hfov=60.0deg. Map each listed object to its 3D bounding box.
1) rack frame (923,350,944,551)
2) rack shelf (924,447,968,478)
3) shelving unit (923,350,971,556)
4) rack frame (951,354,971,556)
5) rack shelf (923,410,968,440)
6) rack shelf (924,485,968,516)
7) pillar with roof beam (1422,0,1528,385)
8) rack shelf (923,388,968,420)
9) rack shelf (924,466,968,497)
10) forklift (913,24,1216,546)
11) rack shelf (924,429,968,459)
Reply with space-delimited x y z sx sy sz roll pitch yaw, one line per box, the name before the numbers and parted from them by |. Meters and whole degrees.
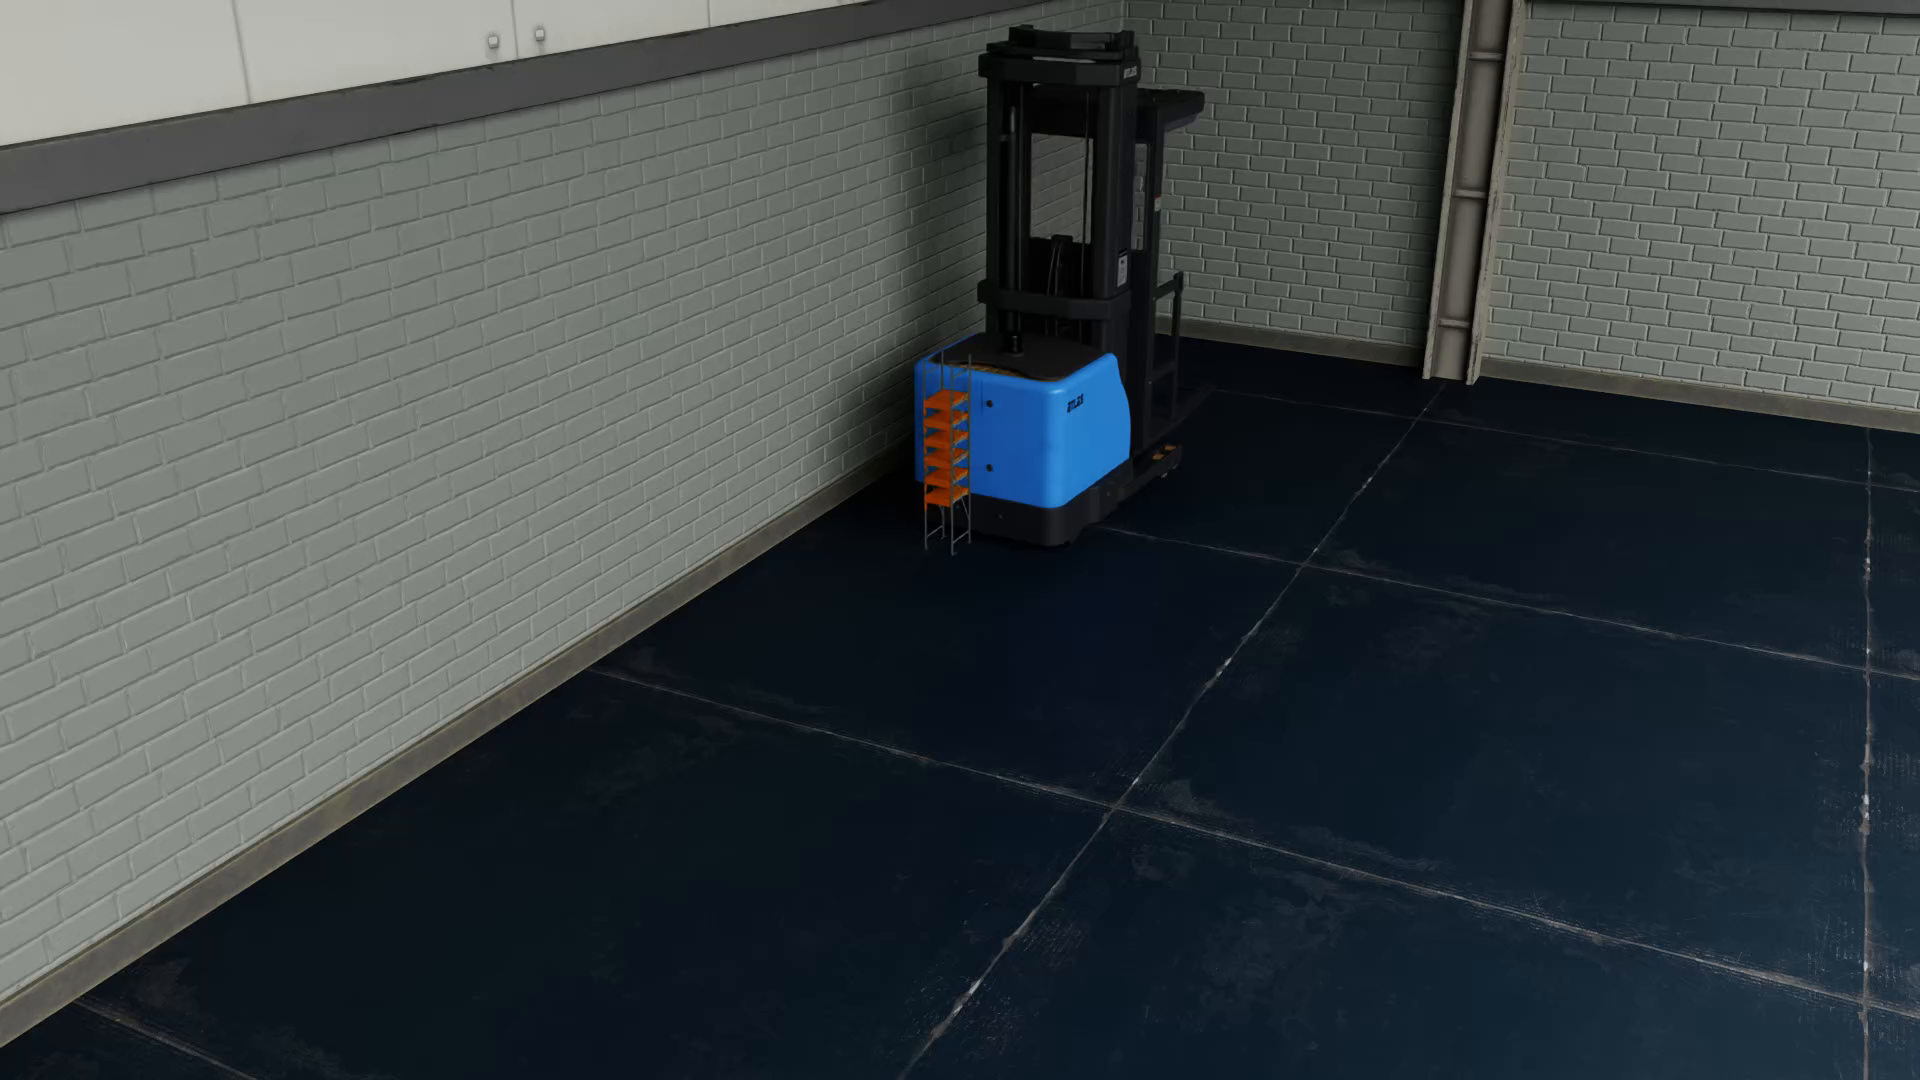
rack frame | -0.156 -0.530 9.963 0.006 1.200 0.240 12 26 26
rack shelf | -0.075 -0.472 9.941 0.180 0.103 0.258 12 26 26
shelving unit | -0.075 -0.513 9.923 0.189 1.200 0.258 12 26 26
rack frame | 0.005 -0.496 9.883 0.006 1.200 0.240 12 26 26
rack shelf | -0.075 -0.693 9.847 0.180 0.103 0.258 12 26 26
rack shelf | -0.075 -0.251 10.034 0.180 0.103 0.258 12 26 26
pillar with roof beam | 1.994 -3.950 8.039 0.400 9.000 9.100 11 25 25
rack shelf | -0.075 -0.803 9.800 0.180 0.103 0.258 12 26 26
rack shelf | -0.075 -0.362 9.987 0.180 0.103 0.258 12 26 26
forklift | 0.871 -1.846 10.846 1.130 2.935 3.031 13 26 27
rack shelf | -0.075 -0.583 9.894 0.180 0.103 0.258 12 26 26
